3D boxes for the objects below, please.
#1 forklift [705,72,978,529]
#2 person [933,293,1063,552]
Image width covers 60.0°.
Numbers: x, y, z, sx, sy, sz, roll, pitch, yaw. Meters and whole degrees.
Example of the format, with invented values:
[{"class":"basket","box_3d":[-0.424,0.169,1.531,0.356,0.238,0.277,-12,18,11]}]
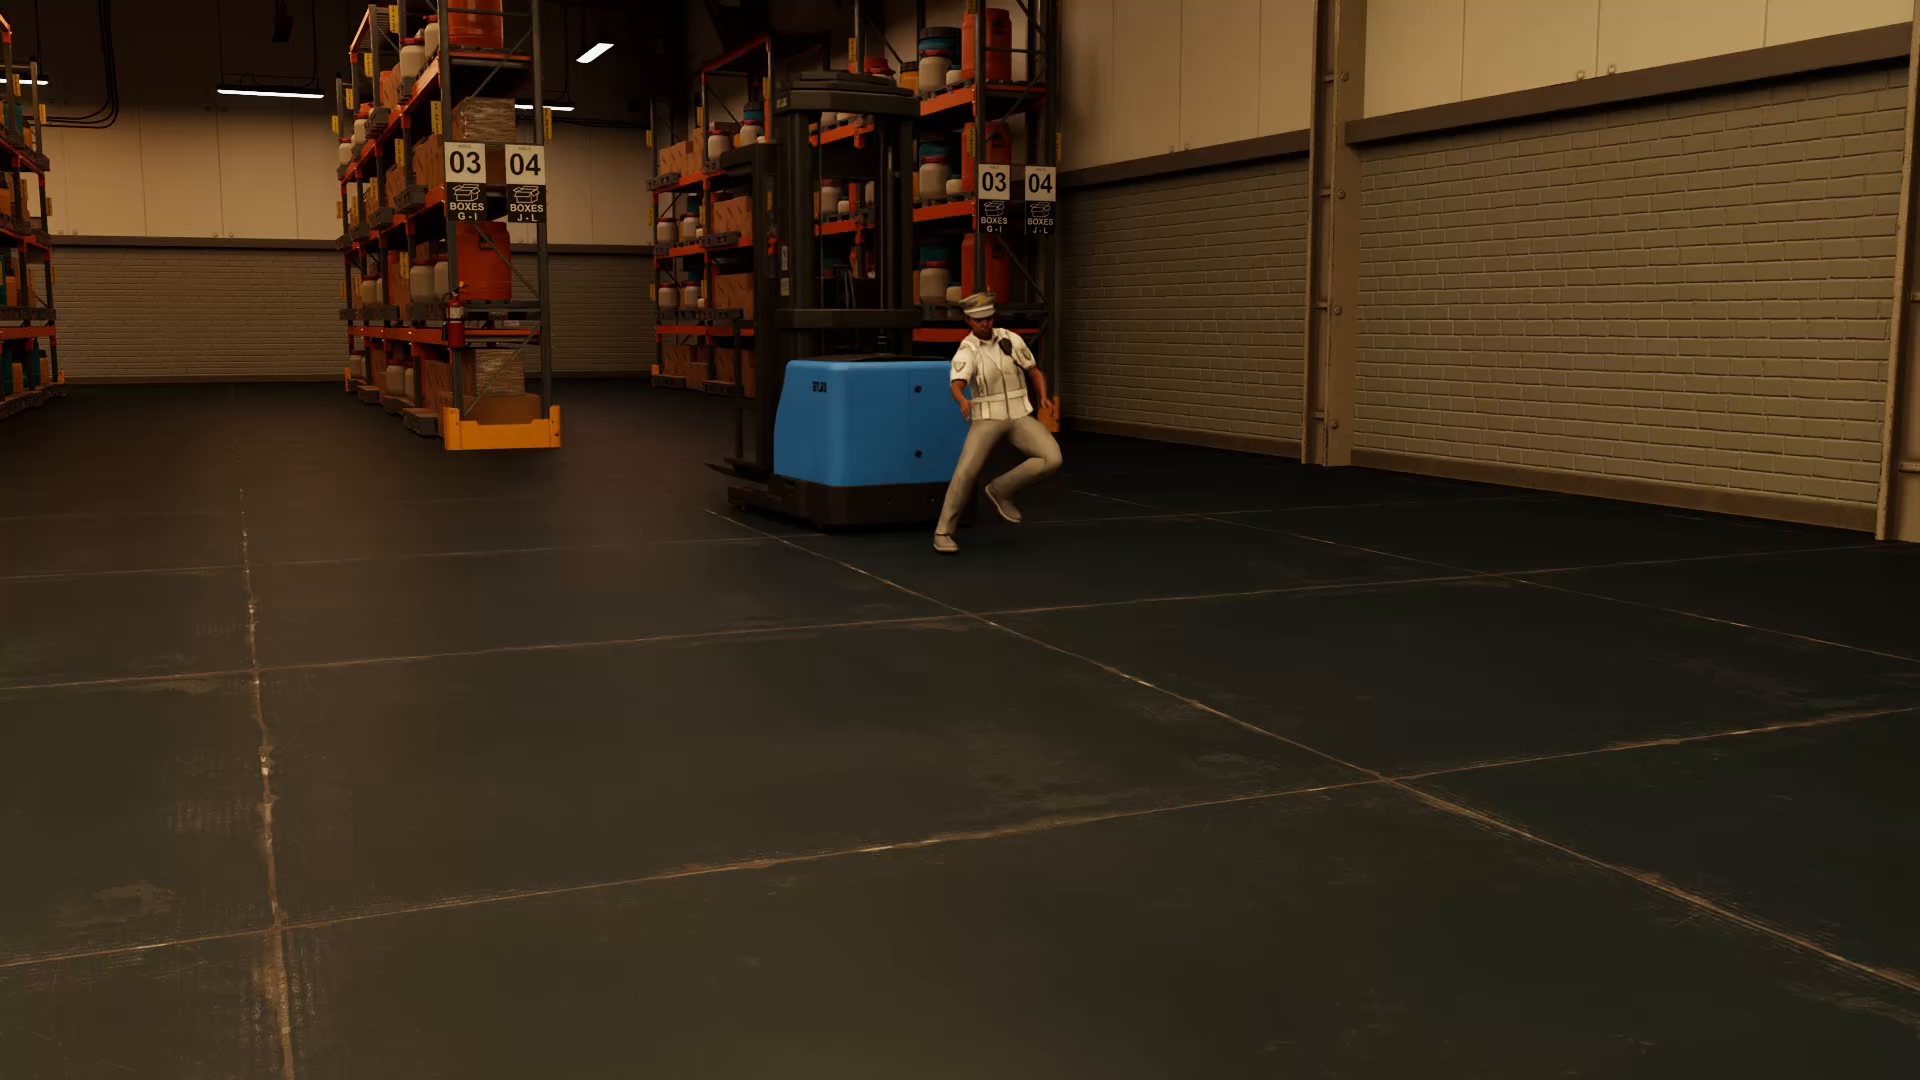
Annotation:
[{"class":"forklift","box_3d":[-1.004,-1.675,11.649,1.130,2.935,3.031,-4,8,-27]},{"class":"person","box_3d":[0.199,-0.694,9.703,0.763,1.483,0.723,-2,8,-15]}]
